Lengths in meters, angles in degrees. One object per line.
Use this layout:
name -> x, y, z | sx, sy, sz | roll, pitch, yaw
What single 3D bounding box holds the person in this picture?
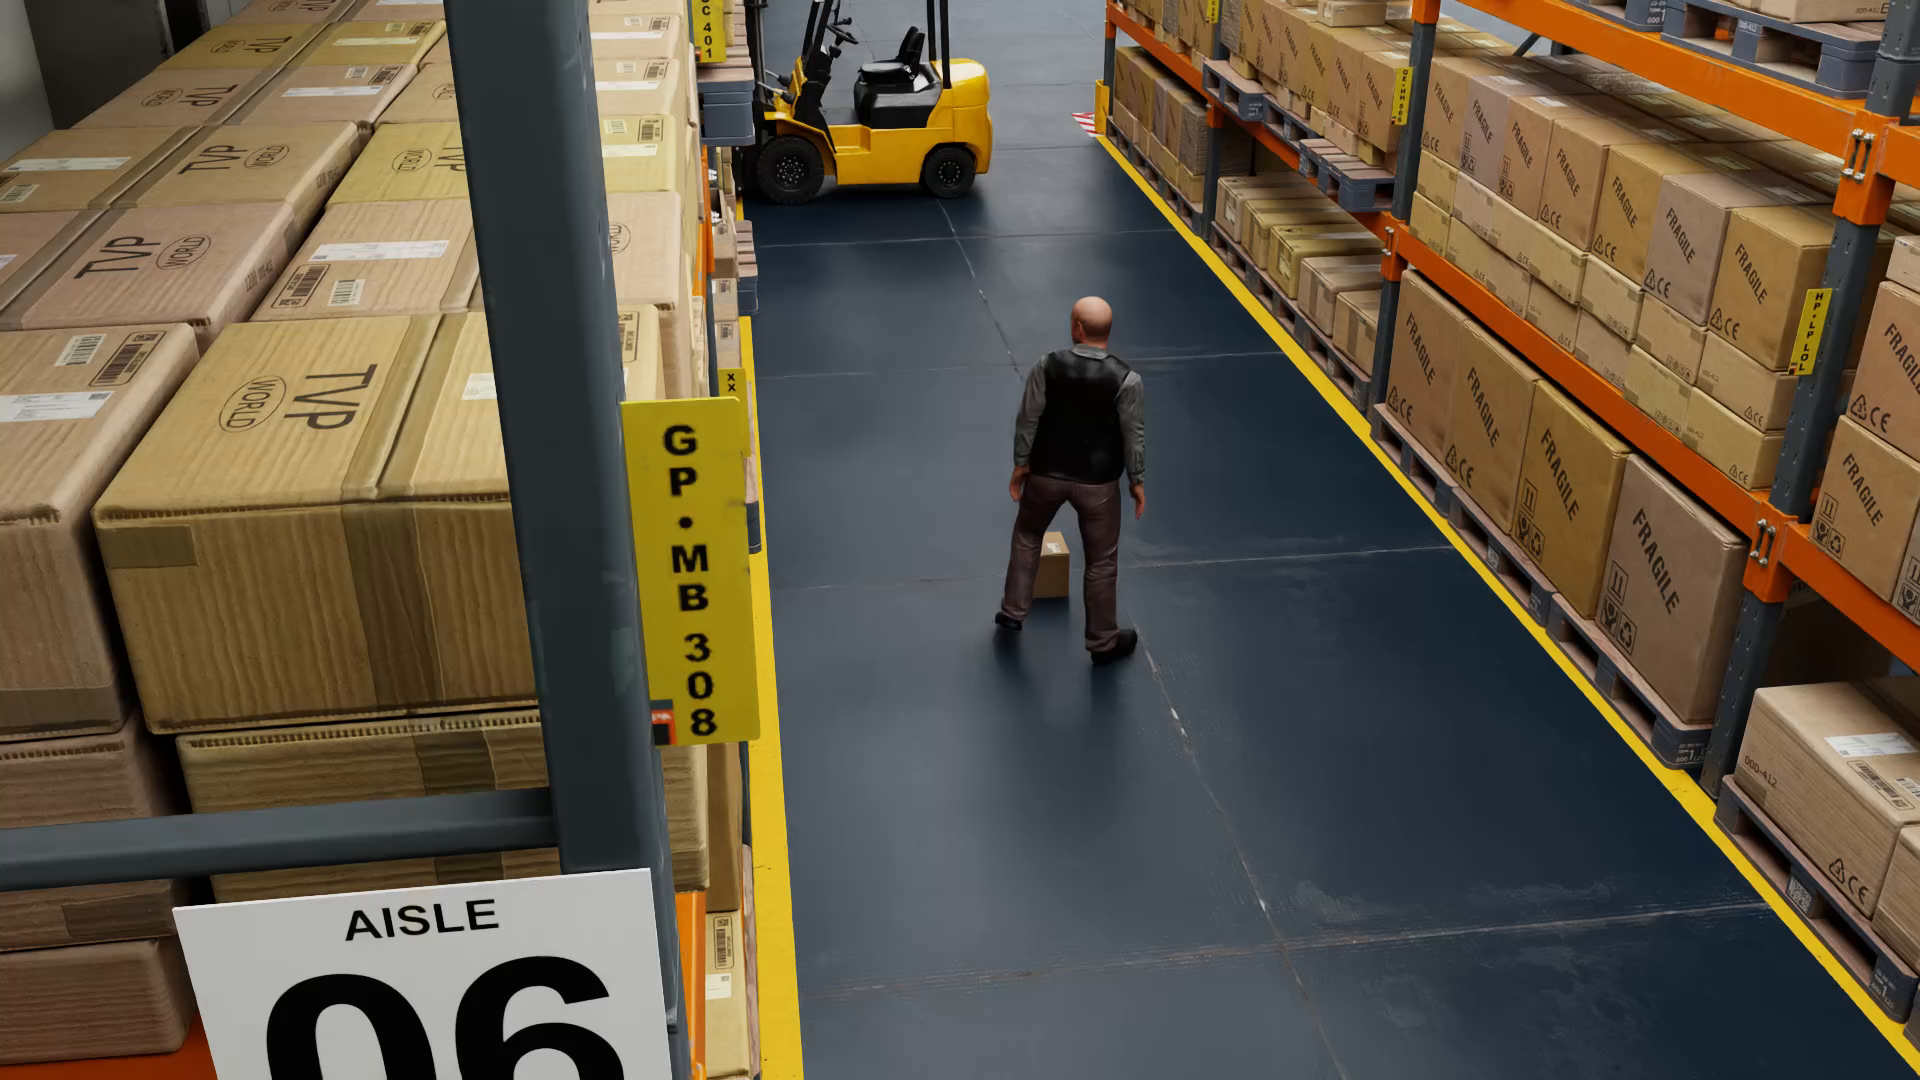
person -> 0.497, -0.281, 7.670 | 0.719, 1.723, 0.375 | 9, 28, 18
